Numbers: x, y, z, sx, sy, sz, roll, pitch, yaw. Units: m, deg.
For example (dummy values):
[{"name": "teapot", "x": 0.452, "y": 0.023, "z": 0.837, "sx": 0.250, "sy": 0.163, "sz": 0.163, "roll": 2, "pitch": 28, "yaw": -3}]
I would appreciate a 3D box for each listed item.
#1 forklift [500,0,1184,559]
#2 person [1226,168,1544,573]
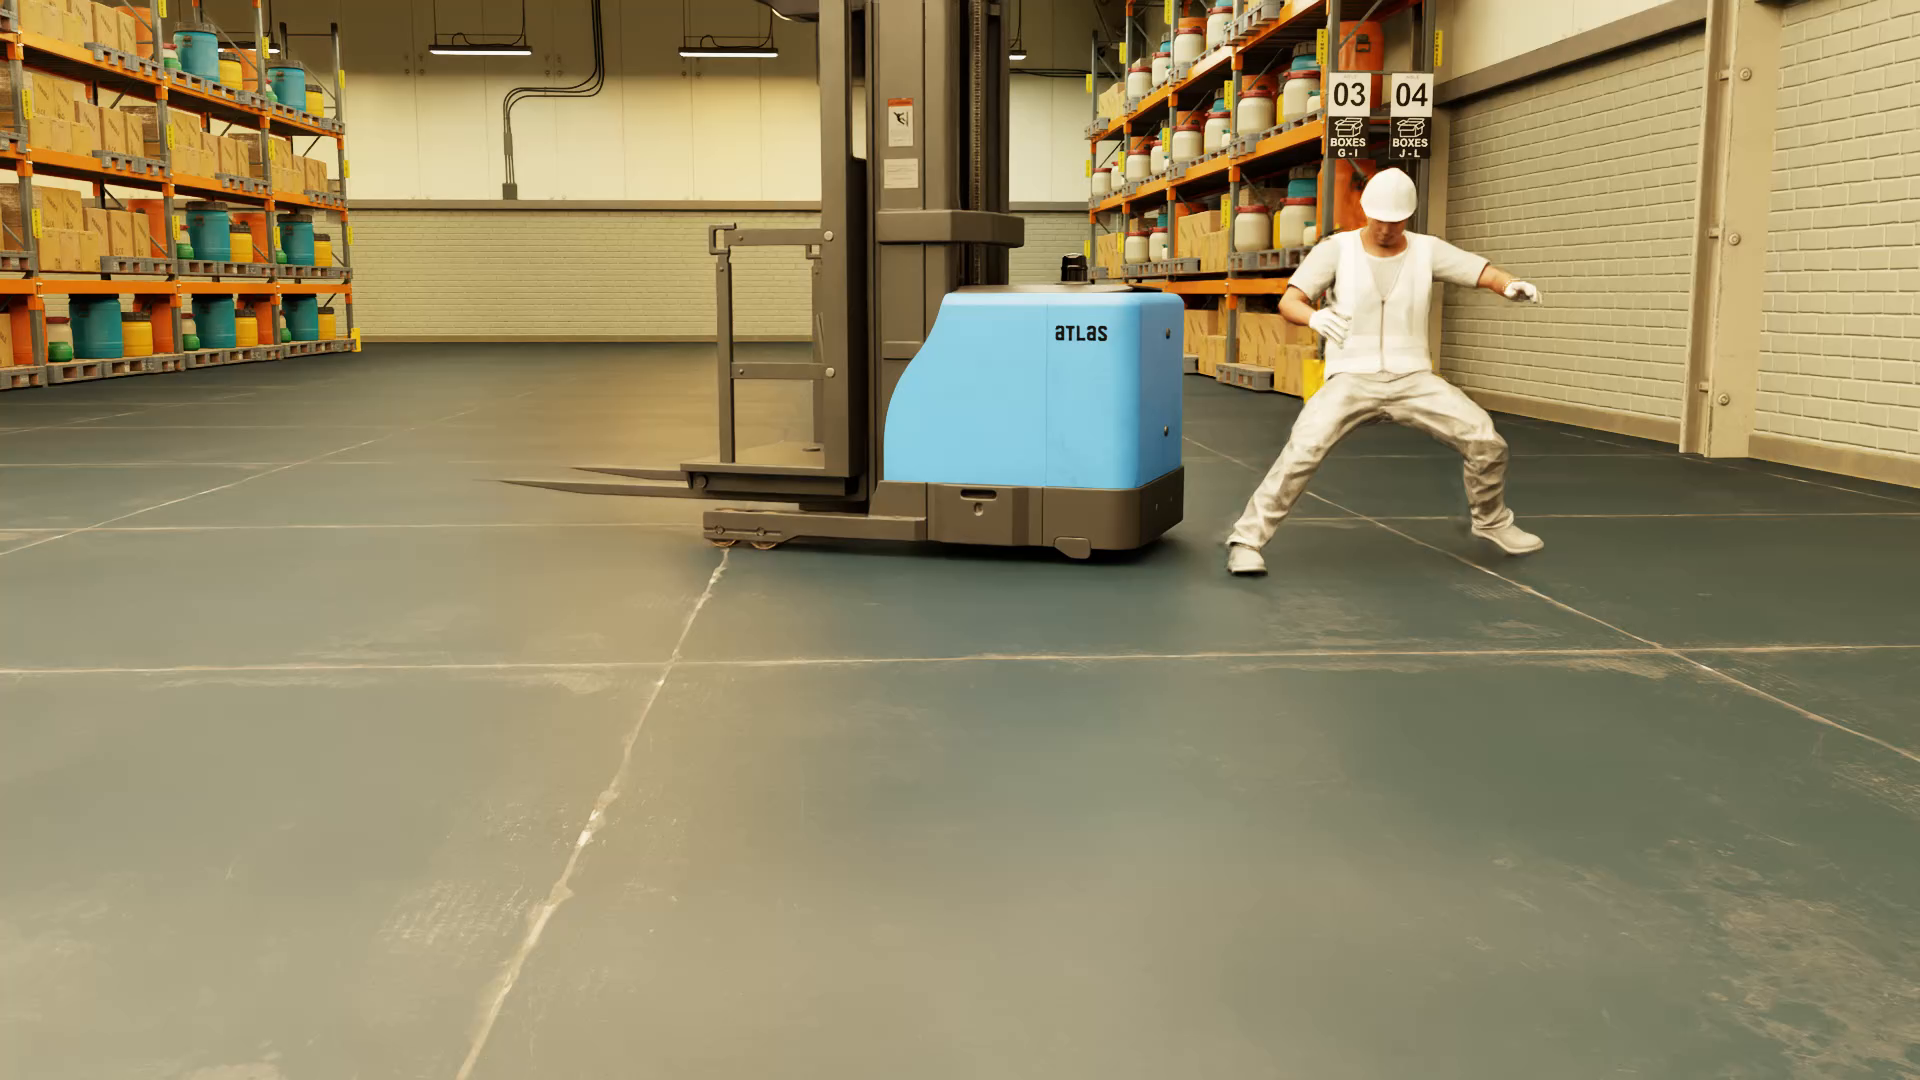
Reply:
[{"name": "forklift", "x": -0.578, "y": -1.479, "z": 7.289, "sx": 3.031, "sy": 2.935, "sz": 1.130, "roll": 3, "pitch": 9, "yaw": 19}, {"name": "person", "x": 1.701, "y": -0.664, "z": 6.496, "sx": 1.296, "sy": 1.551, "sz": 0.757, "roll": 1, "pitch": 8, "yaw": 5}]
